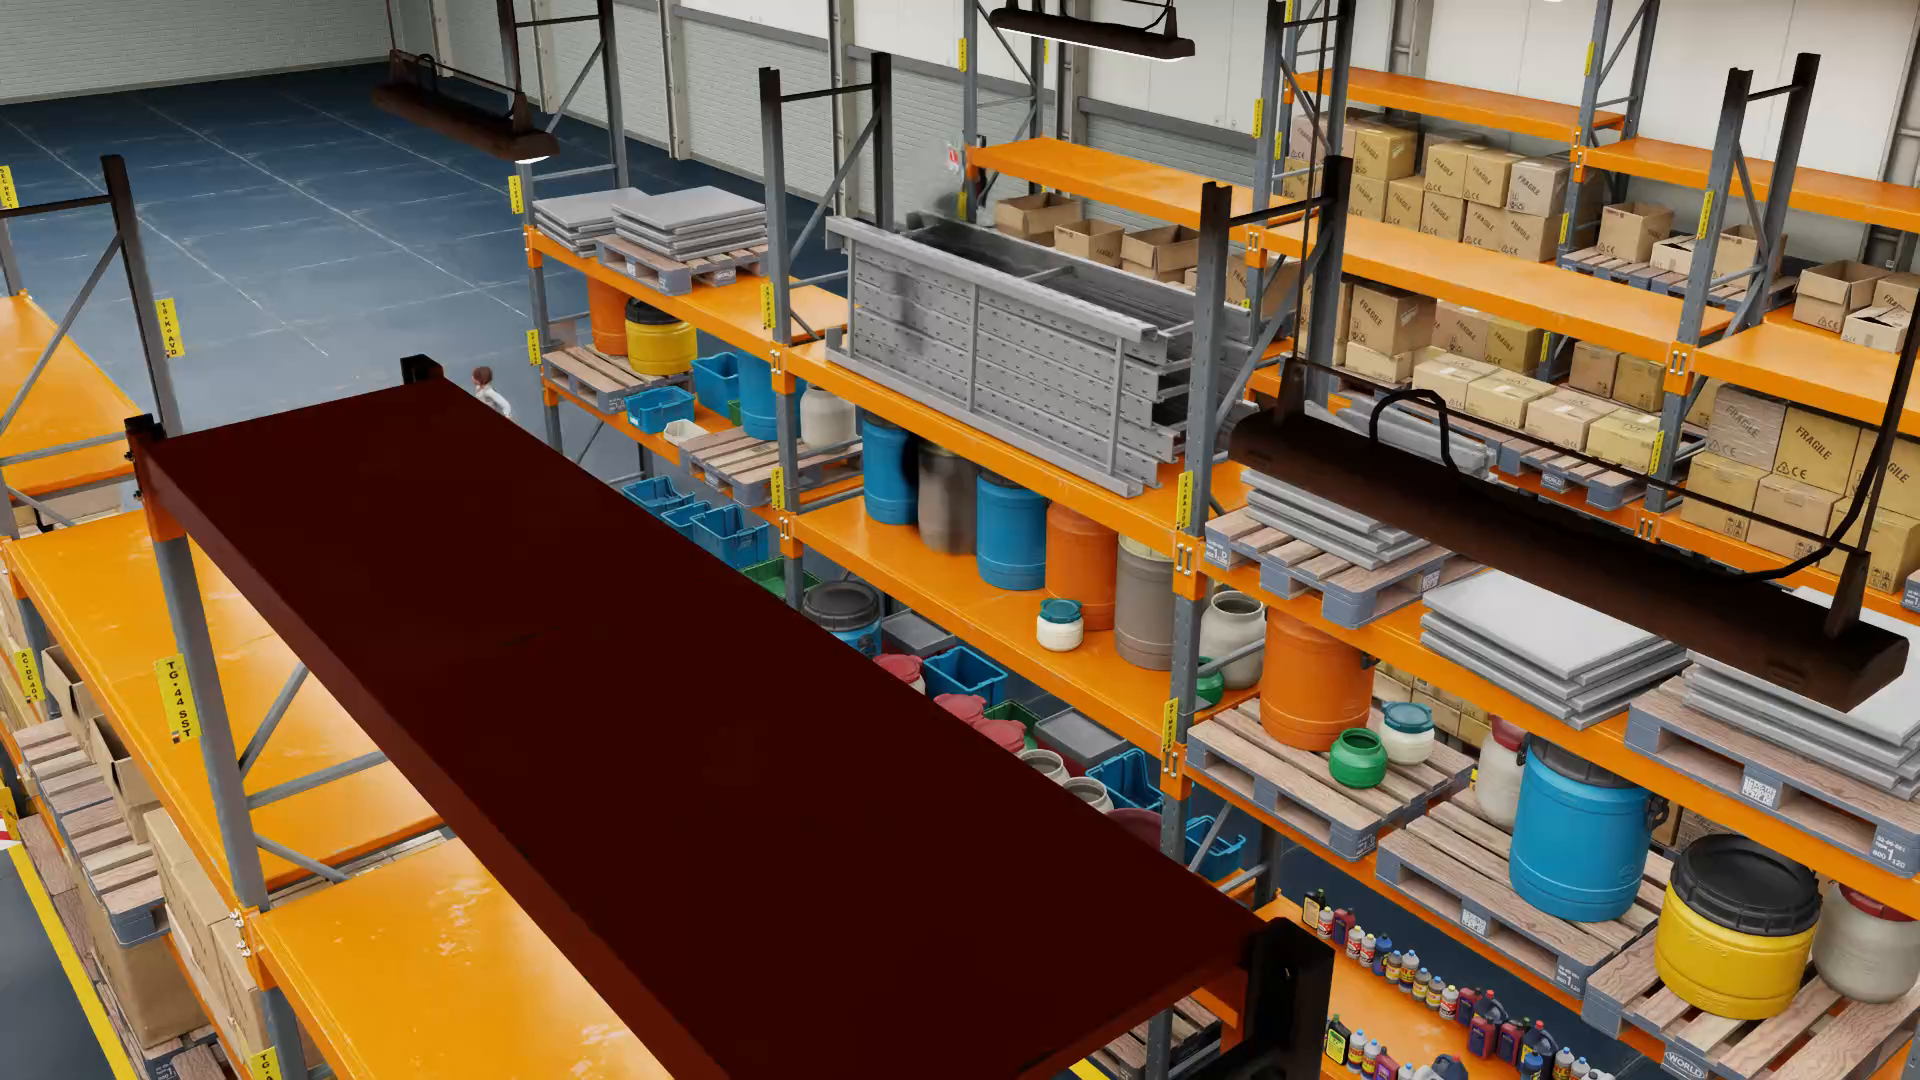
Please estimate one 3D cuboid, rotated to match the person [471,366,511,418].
[{"bbox_3d":[-5.307,-1.227,18.918,0.831,1.608,0.566,-10,28,-19],"label":"person"}]
